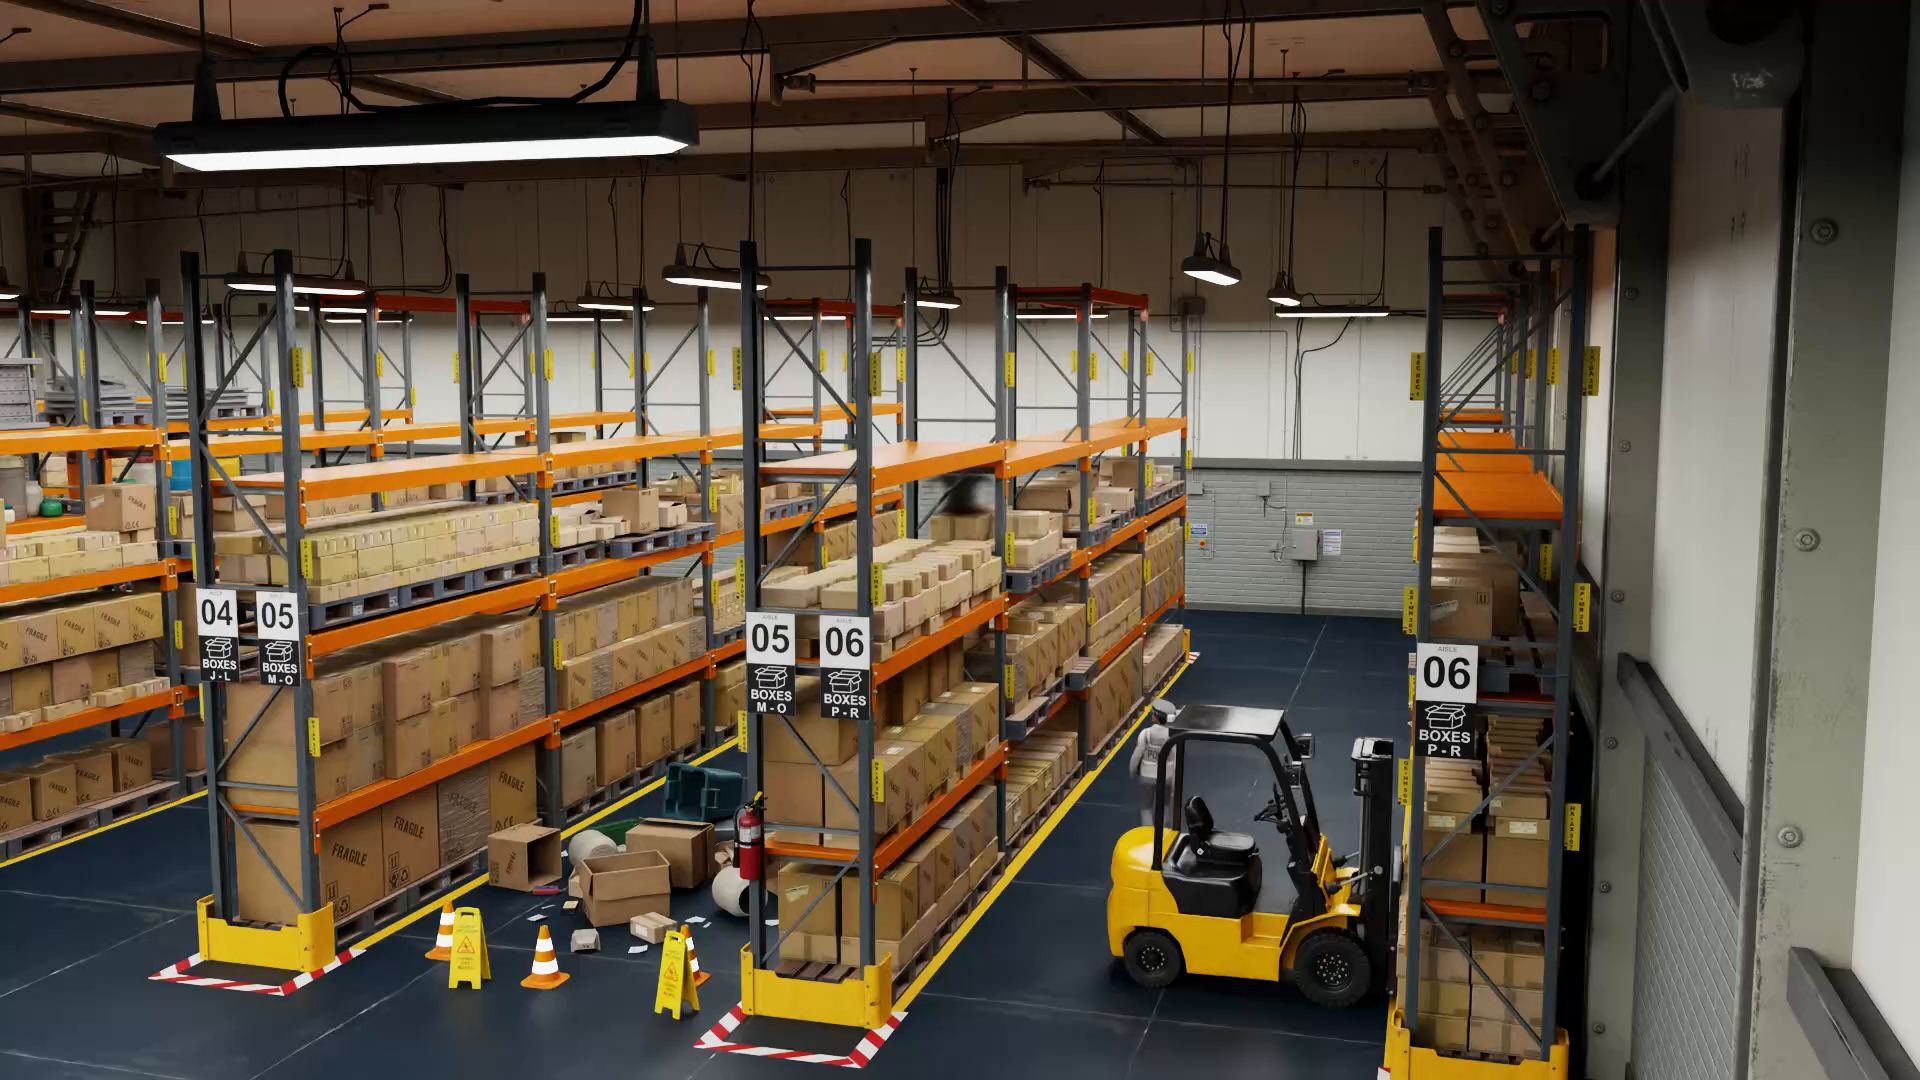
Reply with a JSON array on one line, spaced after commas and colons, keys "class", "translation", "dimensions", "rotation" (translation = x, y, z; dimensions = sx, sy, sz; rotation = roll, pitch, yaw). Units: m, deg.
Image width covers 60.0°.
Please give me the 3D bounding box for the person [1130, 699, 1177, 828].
[{"class": "person", "translation": [1.998, 2.460, 17.046], "dimensions": [0.520, 1.730, 0.605], "rotation": [0, 6, -3]}]
